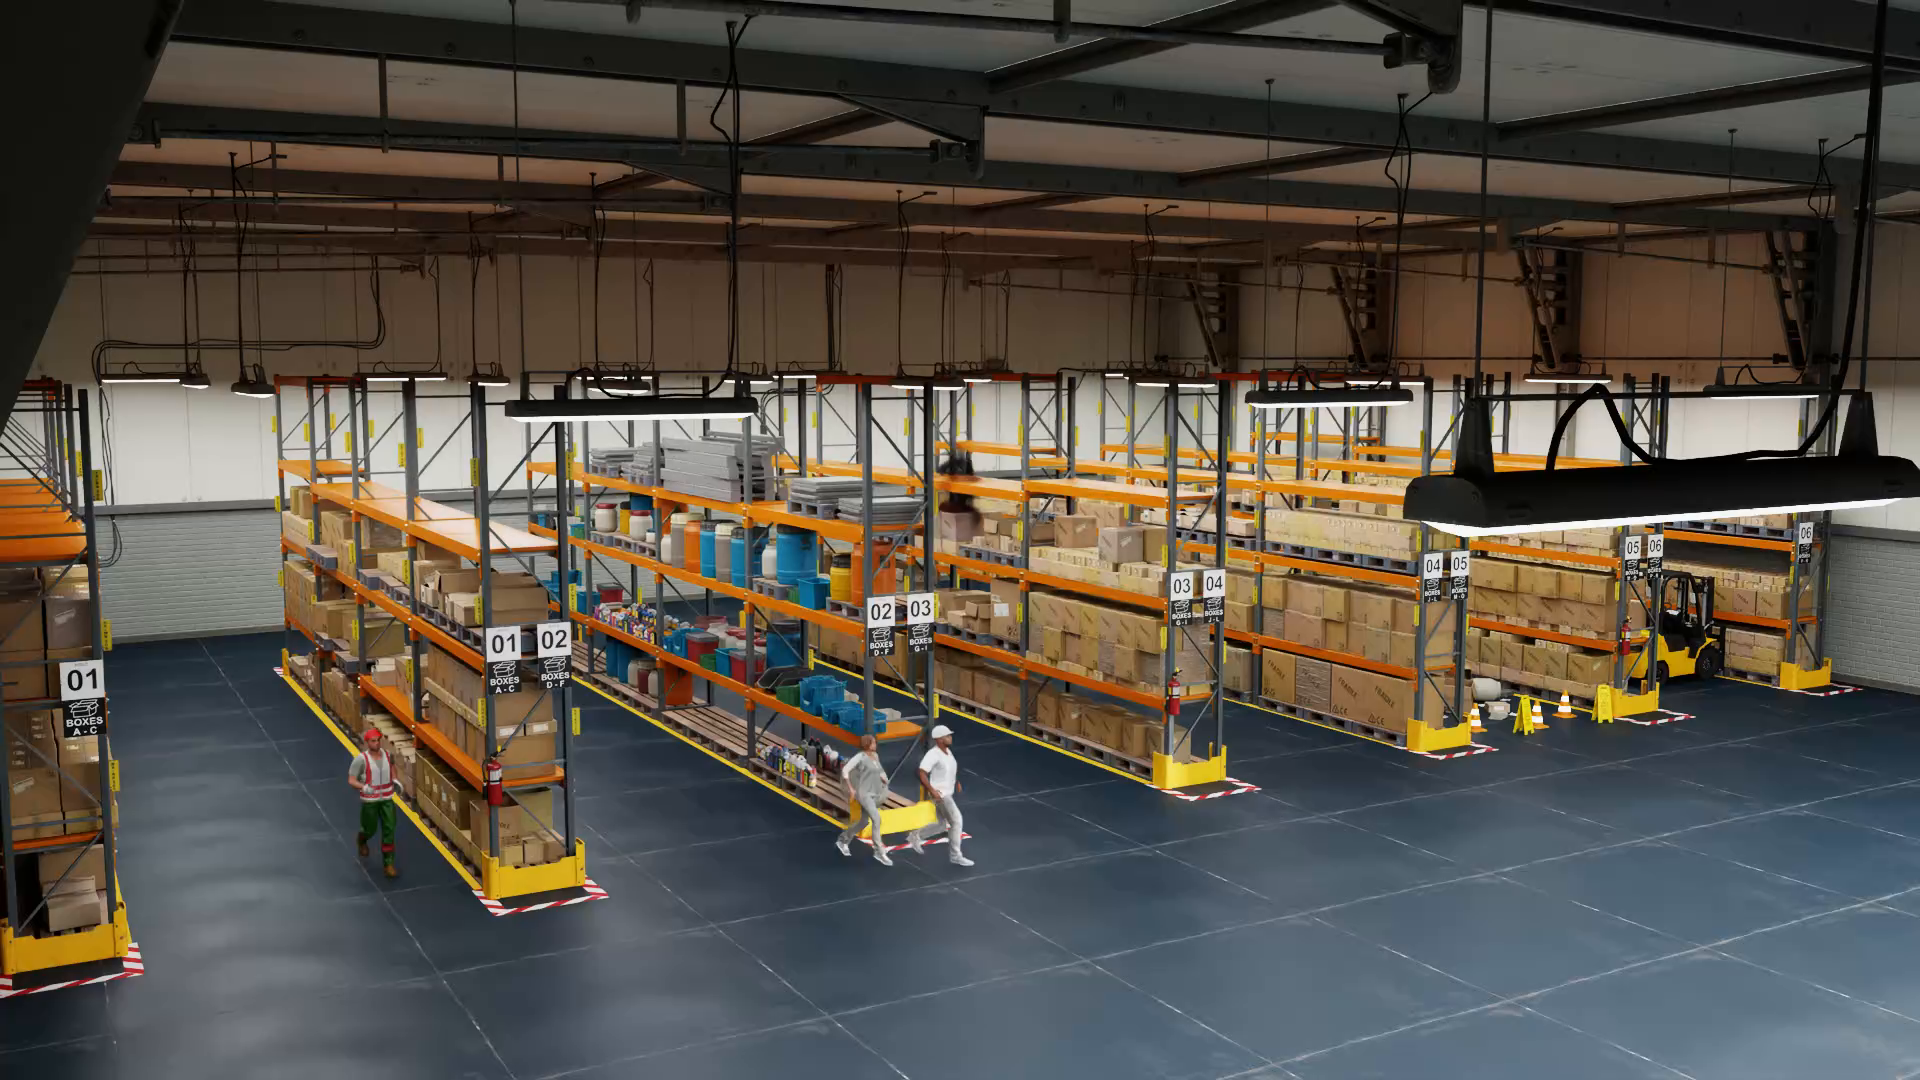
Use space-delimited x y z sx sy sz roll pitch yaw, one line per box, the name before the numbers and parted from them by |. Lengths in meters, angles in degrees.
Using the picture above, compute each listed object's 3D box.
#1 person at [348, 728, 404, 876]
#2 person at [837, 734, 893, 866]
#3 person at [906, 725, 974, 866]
person | -7.200 3.196 20.511 0.664 1.773 0.964 -5 8 -41
person | -1.154 3.242 20.983 0.802 1.583 0.556 3 7 26
person | -0.247 3.192 20.881 0.885 1.751 0.714 1 6 12
